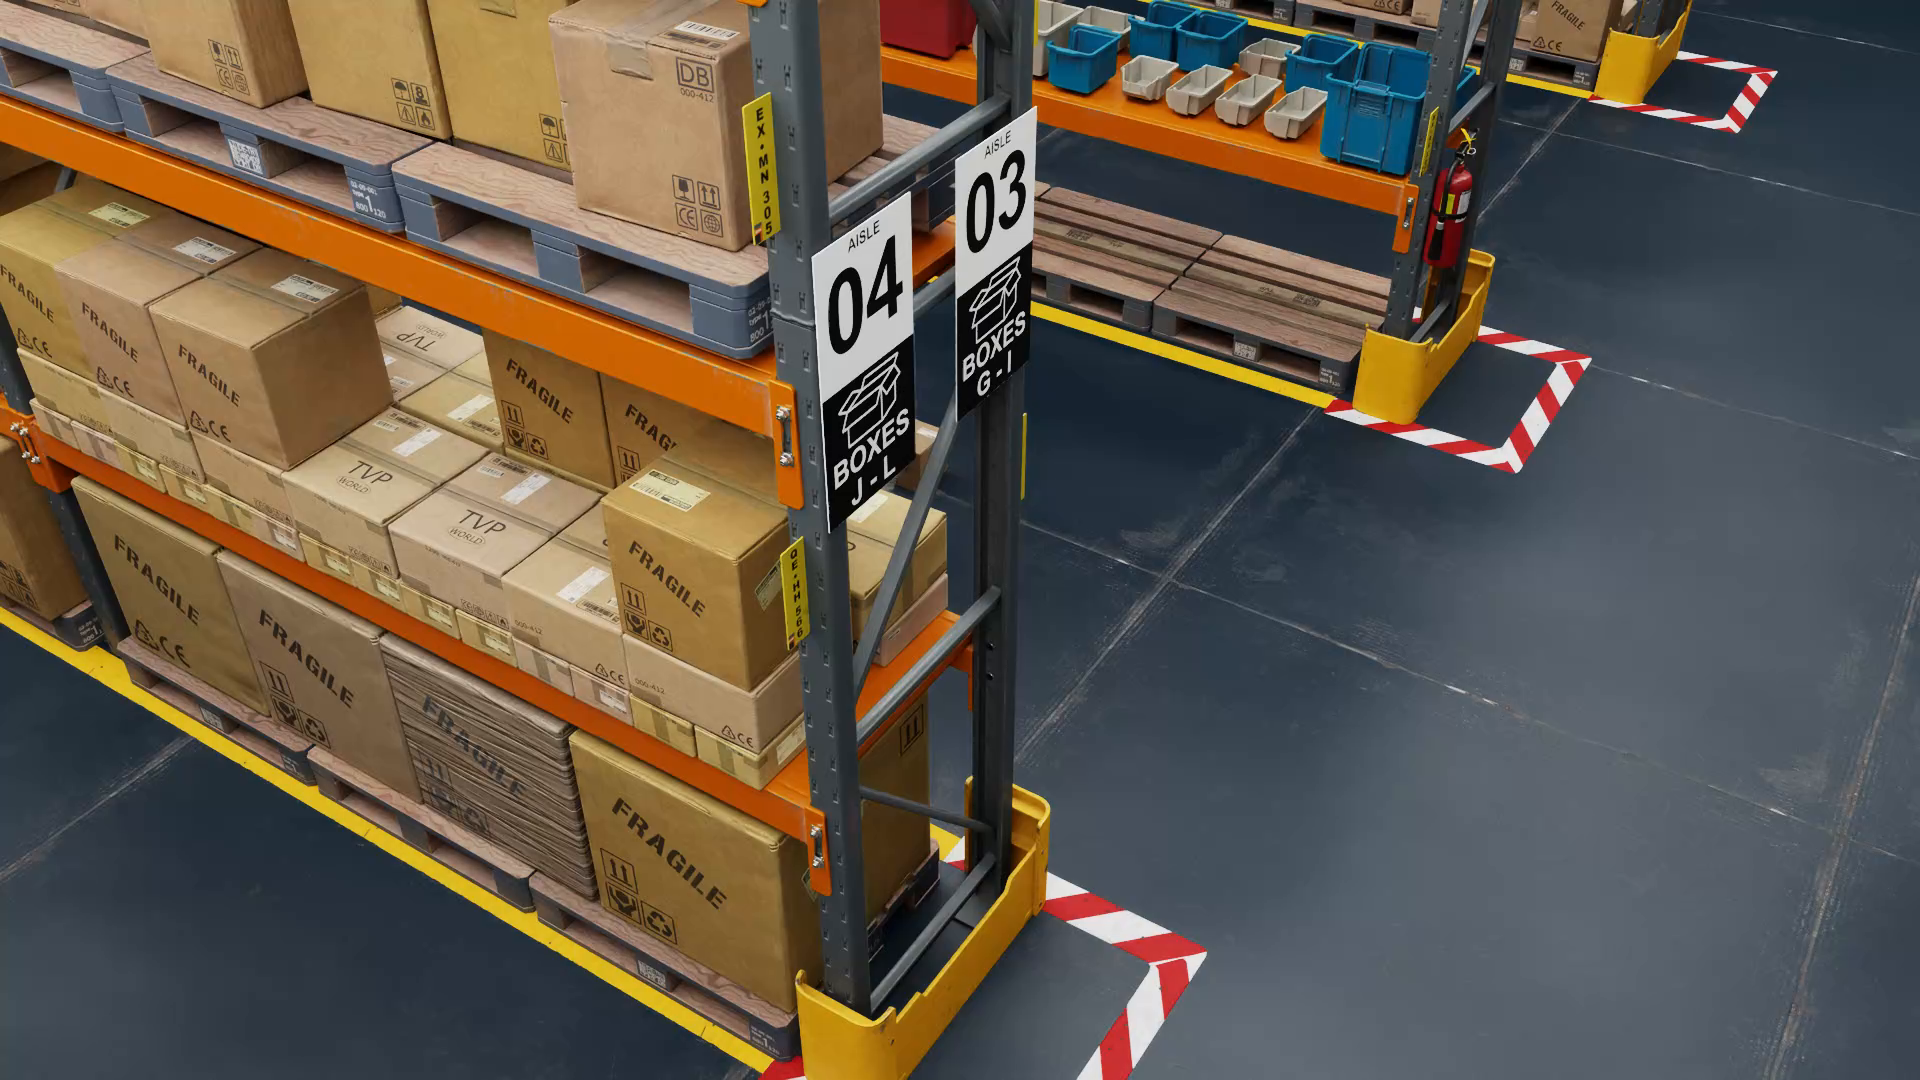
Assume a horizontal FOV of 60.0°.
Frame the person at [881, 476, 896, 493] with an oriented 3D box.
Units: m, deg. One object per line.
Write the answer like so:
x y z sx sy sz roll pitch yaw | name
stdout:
-0.540 -0.741 7.722 0.599 1.693 0.459 22 43 26 | person
